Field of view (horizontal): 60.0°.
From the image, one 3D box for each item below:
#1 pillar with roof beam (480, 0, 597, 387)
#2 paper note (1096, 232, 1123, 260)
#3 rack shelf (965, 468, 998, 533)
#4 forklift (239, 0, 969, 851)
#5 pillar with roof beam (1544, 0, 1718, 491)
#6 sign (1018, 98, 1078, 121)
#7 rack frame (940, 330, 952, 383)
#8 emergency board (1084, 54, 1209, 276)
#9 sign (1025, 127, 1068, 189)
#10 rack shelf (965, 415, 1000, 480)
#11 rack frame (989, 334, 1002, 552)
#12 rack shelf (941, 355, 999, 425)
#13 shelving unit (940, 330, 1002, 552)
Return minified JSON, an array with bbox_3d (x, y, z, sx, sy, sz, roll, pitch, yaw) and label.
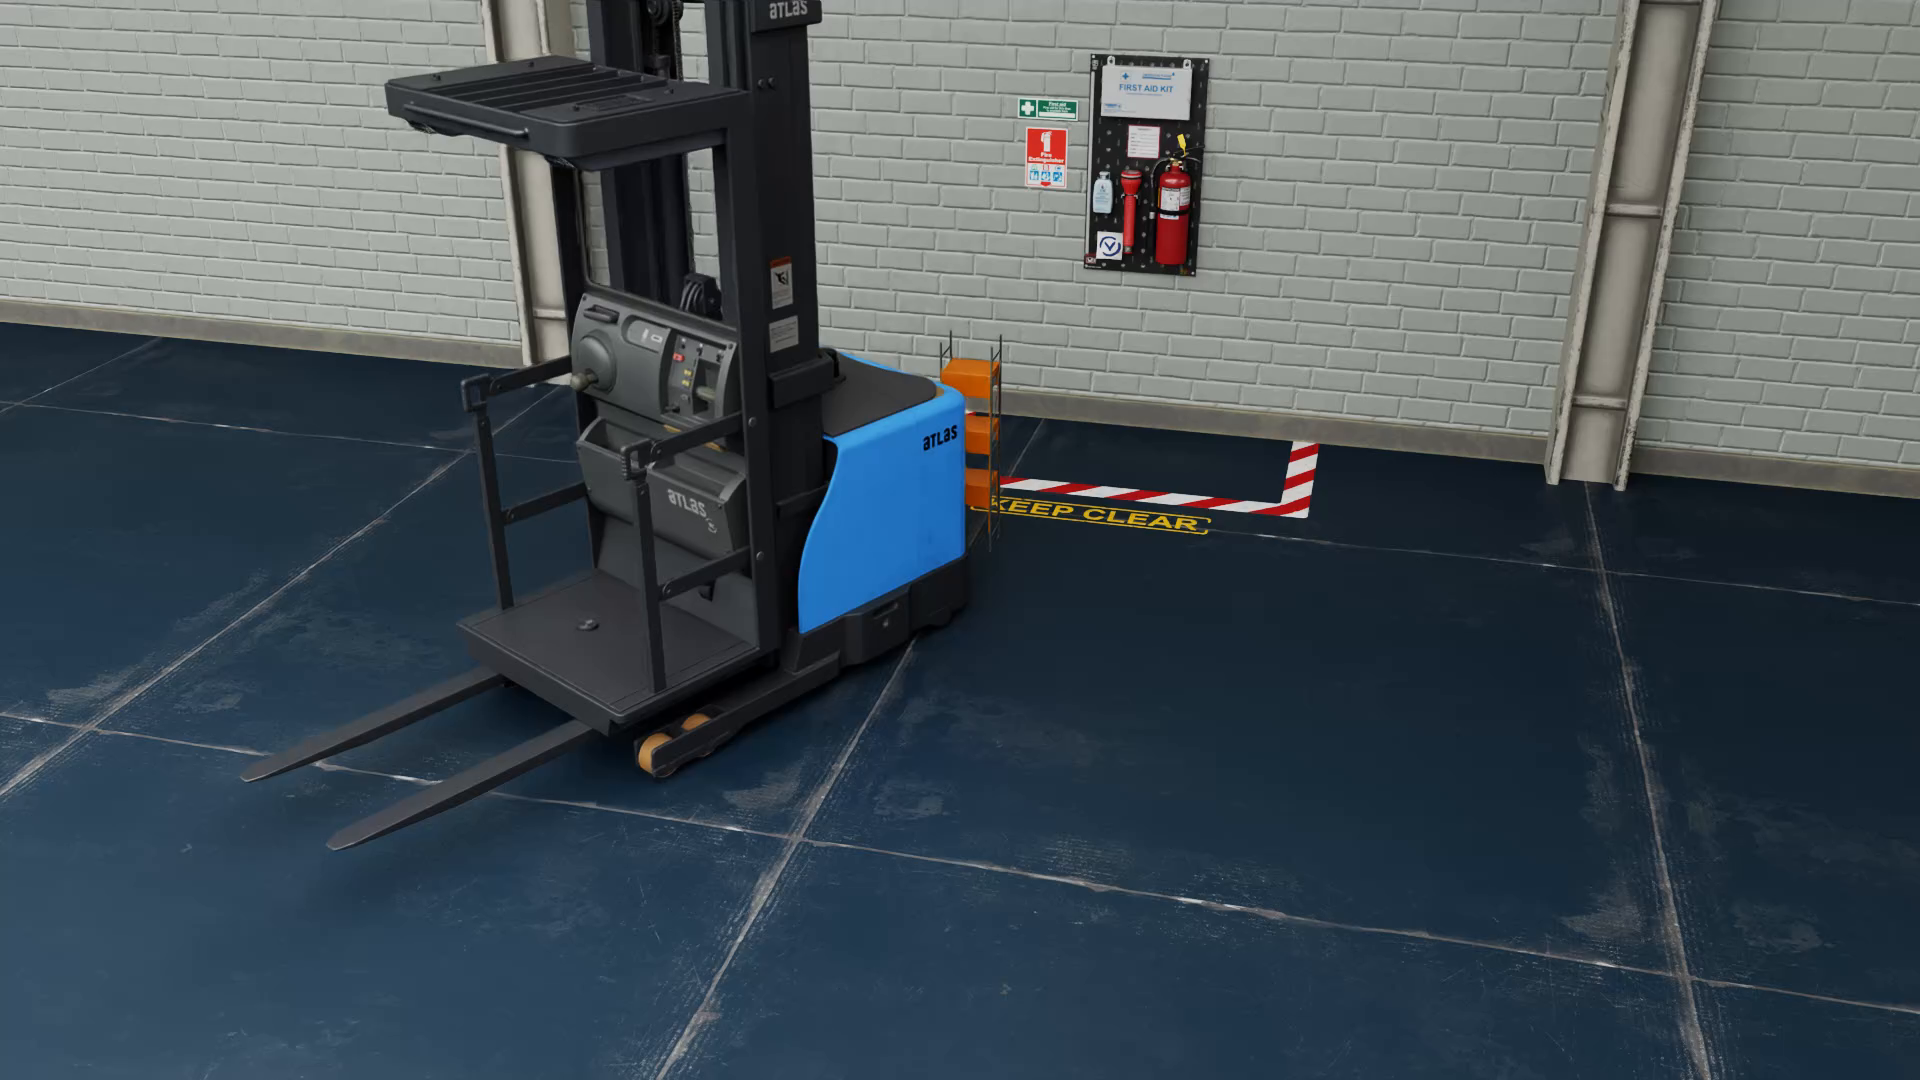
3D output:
[{"bbox_3d":[-3.516,-3.257,4.623,0.400,9.000,9.100,6,26,13],"label":"pillar with roof beam"},{"bbox_3d":[0.829,-1.629,9.207,0.142,0.148,0.016,6,26,13],"label":"paper note"},{"bbox_3d":[0.052,-0.208,8.136,0.240,0.259,0.215,6,26,13],"label":"rack shelf"},{"bbox_3d":[-1.322,-0.663,6.234,1.130,2.935,3.031,21,33,37],"label":"forklift"},{"bbox_3d":[2.295,-2.615,3.274,0.400,9.000,9.100,6,26,13],"label":"pillar with roof beam"},{"bbox_3d":[0.475,-2.332,9.001,0.331,0.109,0.001,6,26,13],"label":"sign"},{"bbox_3d":[-0.066,-0.481,8.040,0.008,1.050,0.200,6,26,13],"label":"rack frame"},{"bbox_3d":[0.983,-1.979,8.917,0.643,1.169,0.194,6,26,13],"label":"emergency board"},{"bbox_3d":[0.473,-2.097,9.124,0.234,0.329,0.001,6,26,13],"label":"sign"},{"bbox_3d":[0.052,-0.459,8.017,0.240,0.259,0.215,6,26,13],"label":"rack shelf"},{"bbox_3d":[0.170,-0.455,7.985,0.008,1.050,0.200,6,26,13],"label":"rack frame"},{"bbox_3d":[0.052,-0.715,7.895,0.240,0.259,0.215,6,26,13],"label":"rack shelf"},{"bbox_3d":[0.052,-0.468,8.012,0.252,1.050,0.215,6,26,13],"label":"shelving unit"}]
